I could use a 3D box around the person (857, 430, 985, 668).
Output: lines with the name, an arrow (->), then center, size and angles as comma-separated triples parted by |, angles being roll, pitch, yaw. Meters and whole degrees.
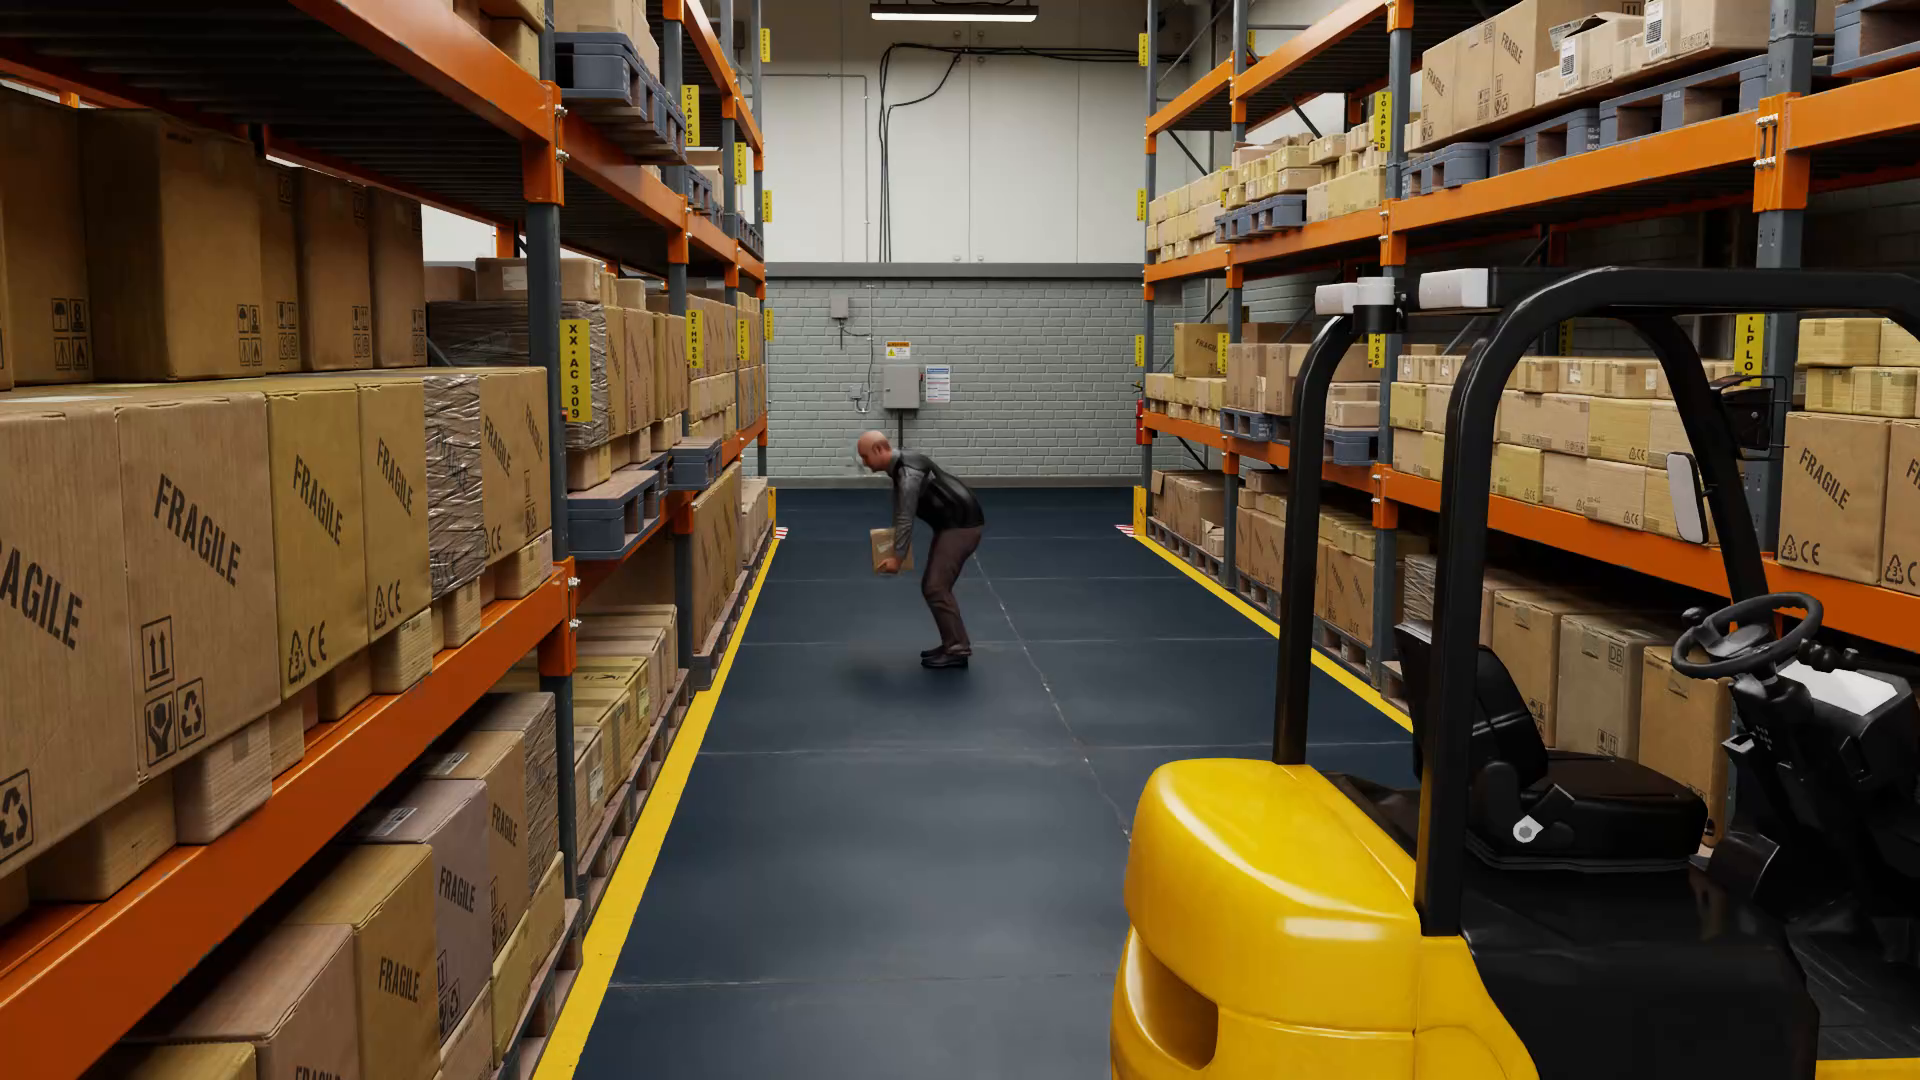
person -> -0.244, 0.049, 10.472 | 0.797, 1.480, 0.470 | -1, 7, -5
